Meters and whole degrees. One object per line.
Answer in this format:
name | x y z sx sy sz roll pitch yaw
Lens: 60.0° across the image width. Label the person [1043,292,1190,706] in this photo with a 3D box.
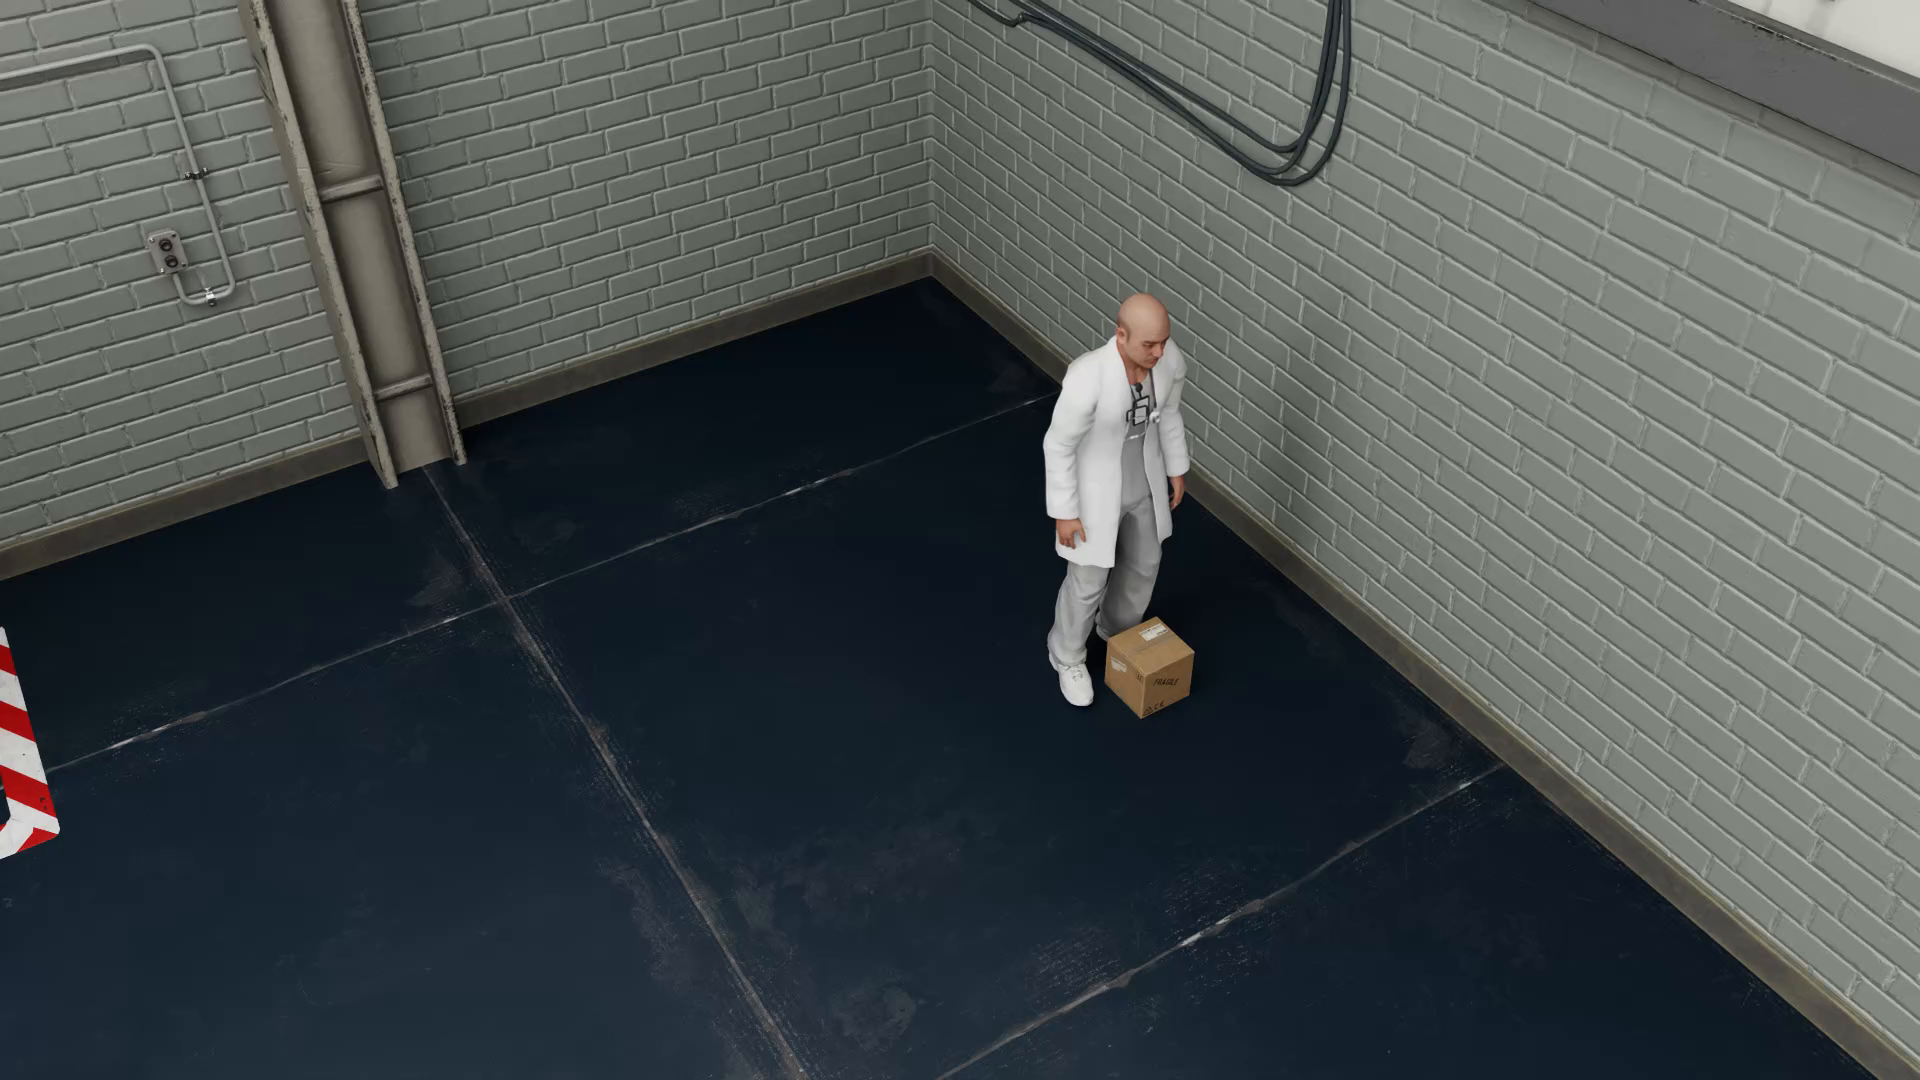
person | 0.606 -0.184 6.386 0.644 1.774 0.428 -22 45 -24
